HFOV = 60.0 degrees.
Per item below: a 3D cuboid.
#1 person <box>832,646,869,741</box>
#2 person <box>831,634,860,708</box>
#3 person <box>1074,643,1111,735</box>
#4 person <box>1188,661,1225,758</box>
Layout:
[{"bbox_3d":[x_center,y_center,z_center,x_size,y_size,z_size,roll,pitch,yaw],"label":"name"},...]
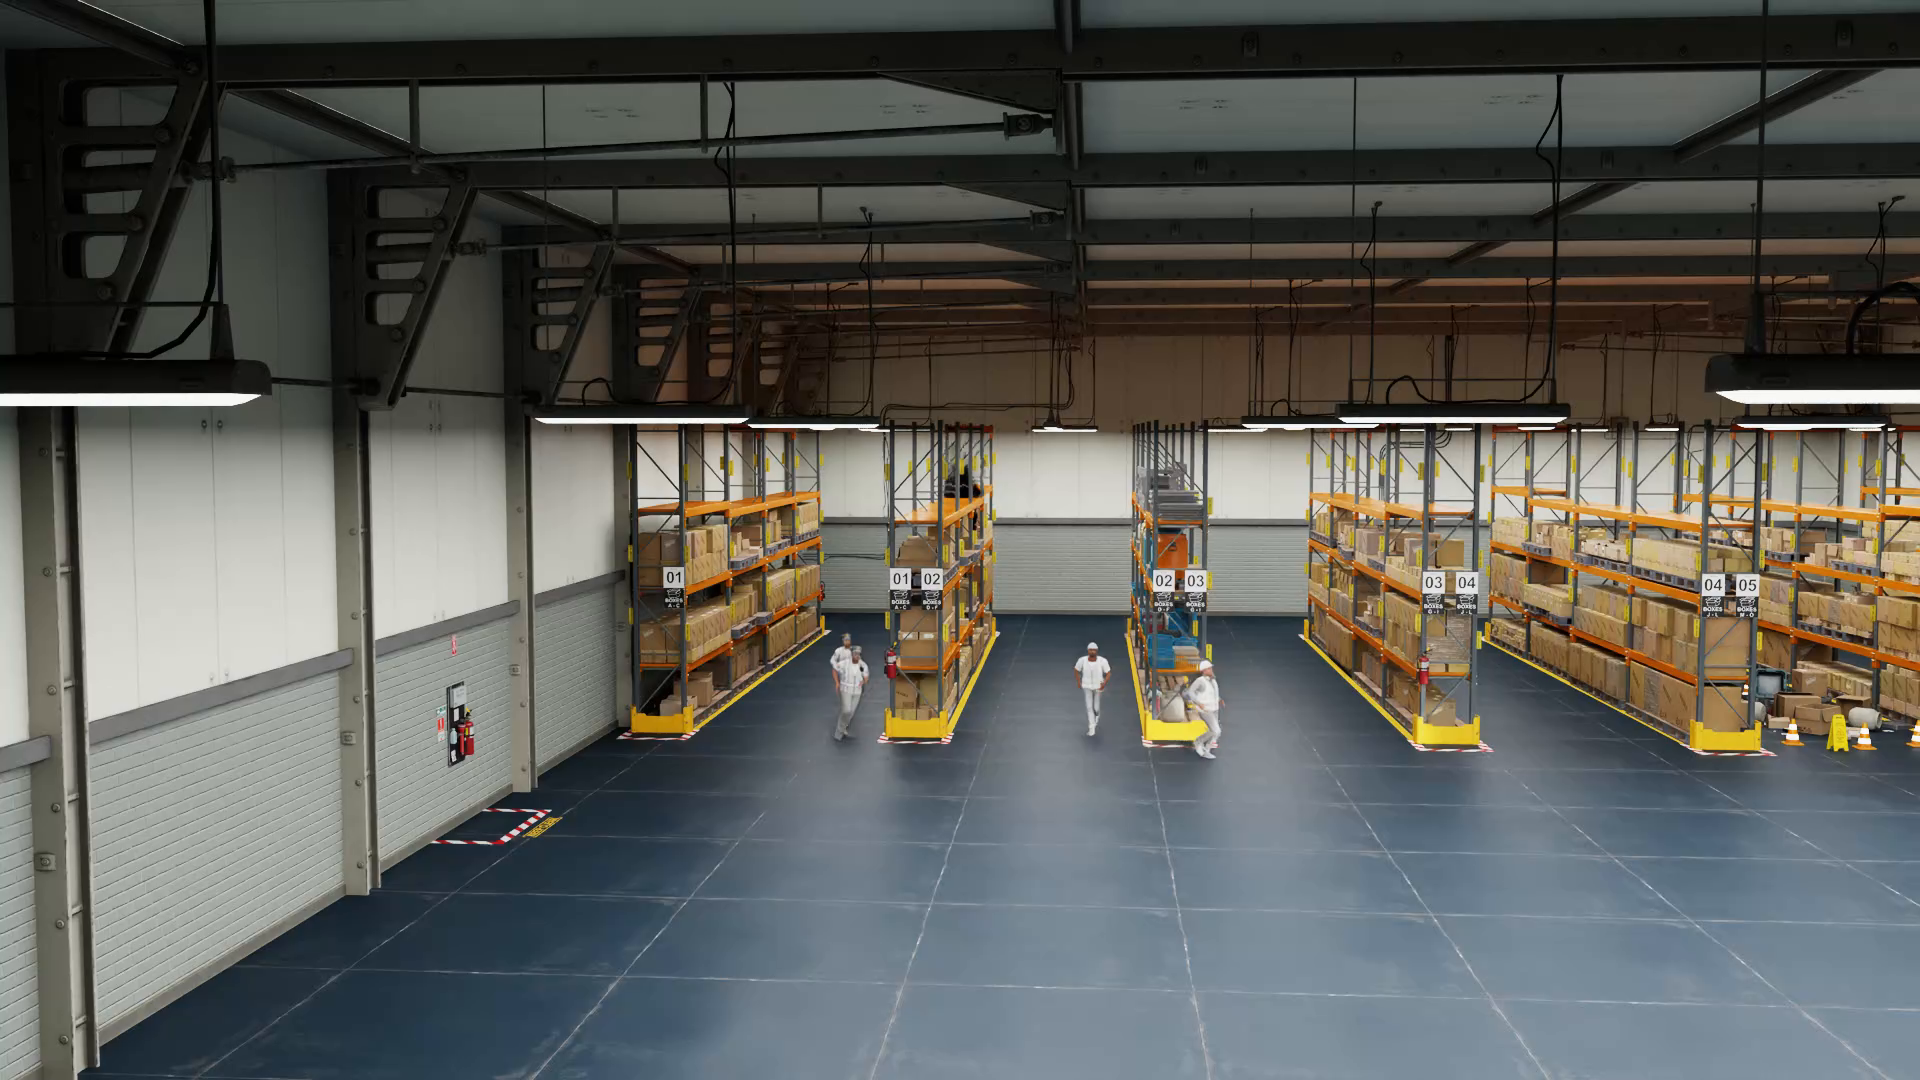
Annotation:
[{"bbox_3d":[-2.067,2.884,31.402,0.703,1.784,0.747,-1,4,-22],"label":"person"},{"bbox_3d":[-2.317,2.742,34.047,0.608,1.656,0.540,-1,4,-11],"label":"person"},{"bbox_3d":[2.549,2.836,32.019,0.708,1.749,0.772,0,4,5],"label":"person"},{"bbox_3d":[4.403,3.004,29.398,0.524,1.737,0.665,3,5,40],"label":"person"}]
